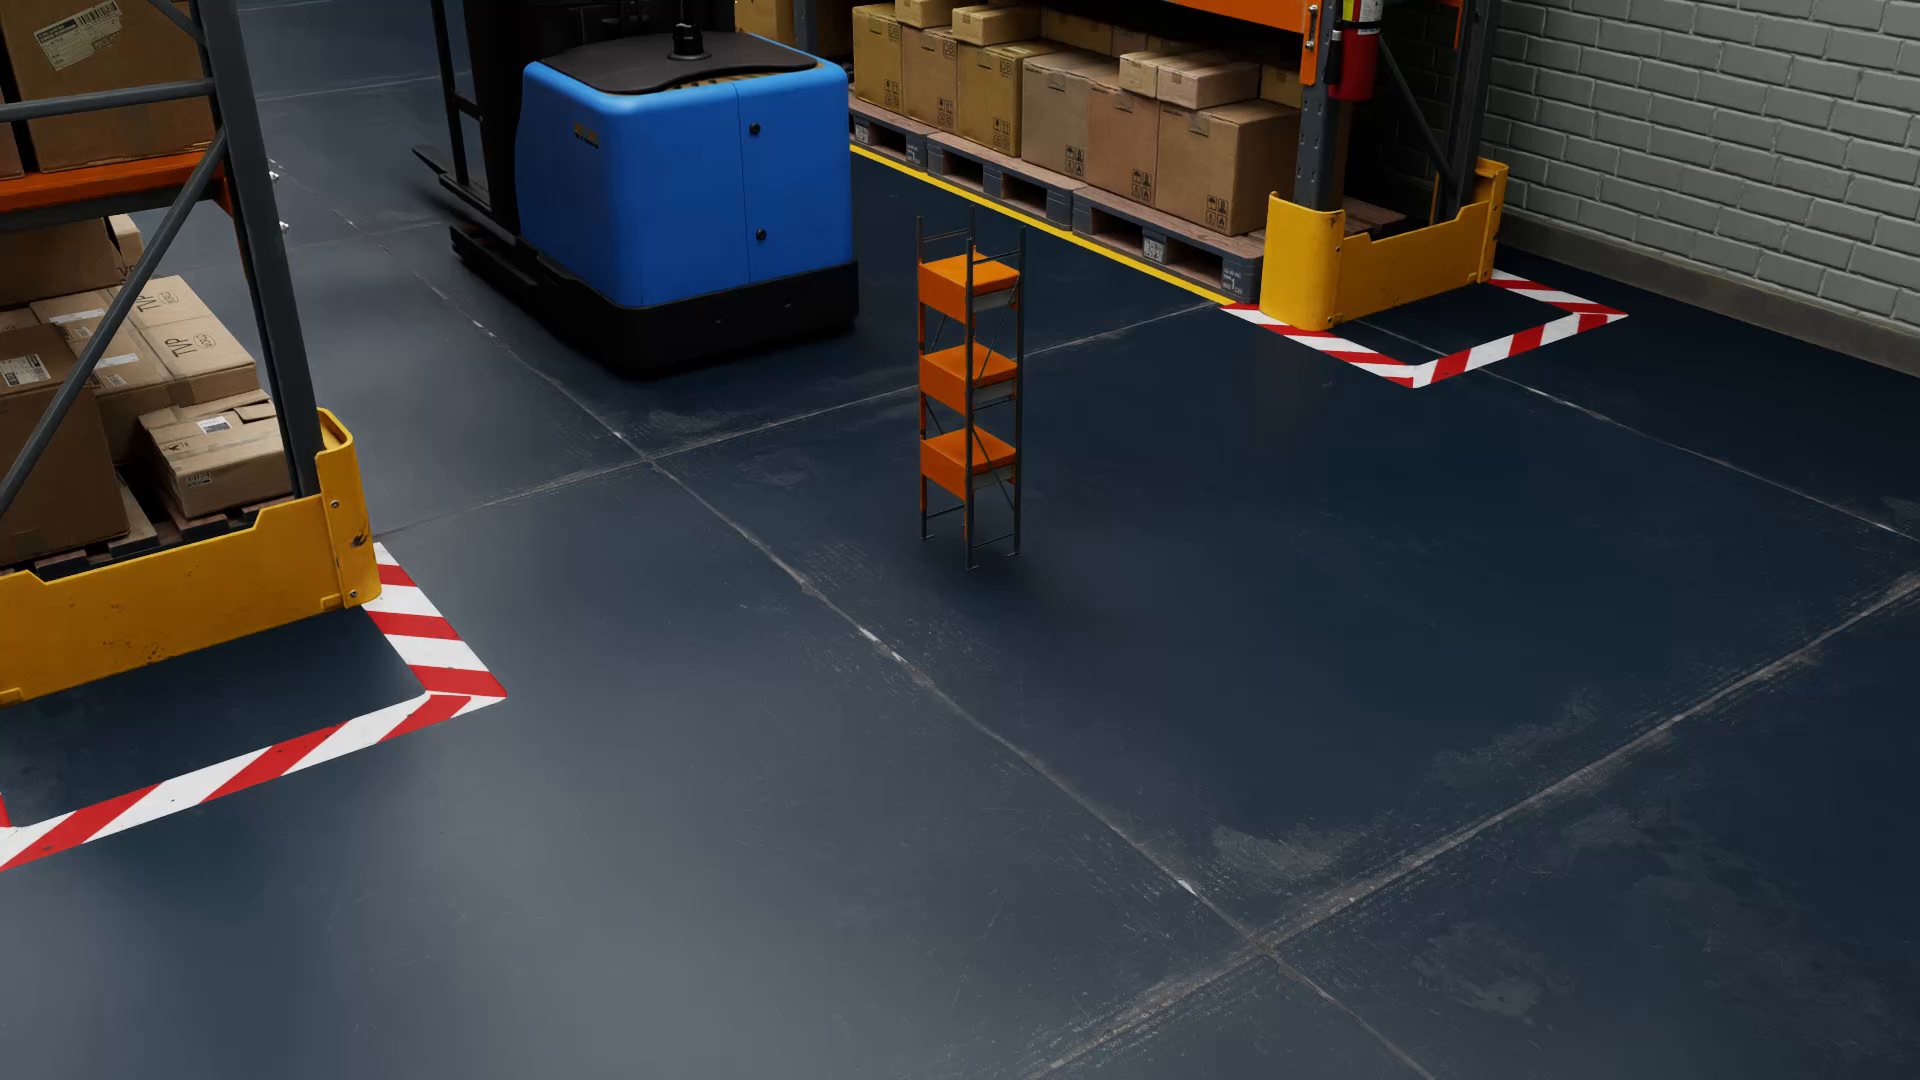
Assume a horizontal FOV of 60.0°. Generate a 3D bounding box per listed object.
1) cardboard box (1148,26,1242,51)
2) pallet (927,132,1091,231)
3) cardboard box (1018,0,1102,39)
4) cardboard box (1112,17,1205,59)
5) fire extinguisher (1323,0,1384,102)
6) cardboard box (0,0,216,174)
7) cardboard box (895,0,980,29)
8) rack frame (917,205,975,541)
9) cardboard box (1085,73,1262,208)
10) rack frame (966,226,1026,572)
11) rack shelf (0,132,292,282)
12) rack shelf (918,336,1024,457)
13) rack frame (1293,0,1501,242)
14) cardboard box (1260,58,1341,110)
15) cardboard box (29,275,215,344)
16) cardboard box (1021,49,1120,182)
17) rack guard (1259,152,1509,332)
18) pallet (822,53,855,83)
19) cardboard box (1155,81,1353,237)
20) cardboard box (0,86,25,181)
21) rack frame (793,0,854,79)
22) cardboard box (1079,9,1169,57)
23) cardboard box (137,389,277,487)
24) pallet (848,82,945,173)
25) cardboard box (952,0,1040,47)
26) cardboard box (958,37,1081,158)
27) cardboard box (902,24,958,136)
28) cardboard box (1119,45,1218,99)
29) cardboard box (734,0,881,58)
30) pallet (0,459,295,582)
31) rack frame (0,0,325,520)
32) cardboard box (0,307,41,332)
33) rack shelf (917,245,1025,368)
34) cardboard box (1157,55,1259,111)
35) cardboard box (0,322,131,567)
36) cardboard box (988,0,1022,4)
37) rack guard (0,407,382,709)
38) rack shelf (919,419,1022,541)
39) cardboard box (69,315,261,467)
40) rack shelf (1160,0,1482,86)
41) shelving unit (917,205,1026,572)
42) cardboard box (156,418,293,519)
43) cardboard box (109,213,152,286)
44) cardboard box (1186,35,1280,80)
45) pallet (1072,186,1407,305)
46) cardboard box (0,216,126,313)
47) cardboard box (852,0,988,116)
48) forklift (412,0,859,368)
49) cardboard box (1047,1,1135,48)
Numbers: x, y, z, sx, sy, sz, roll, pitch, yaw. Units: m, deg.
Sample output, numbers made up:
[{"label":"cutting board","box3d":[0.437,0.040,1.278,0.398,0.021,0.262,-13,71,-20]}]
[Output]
[{"label":"cardboard box","box3d":[1.110,-2.315,7.870,0.380,0.149,0.250,-18,34,-30]},{"label":"pallet","box3d":[0.570,-1.937,8.595,1.003,0.211,1.213,-19,34,-31]},{"label":"cardboard box","box3d":[0.516,-2.712,8.601,0.380,0.149,0.250,-18,33,-30]},{"label":"cardboard box","box3d":[0.962,-2.414,8.052,0.380,0.149,0.250,-18,33,-30]},{"label":"fire extinguisher","box3d":[1.513,-2.015,6.288,0.296,0.674,0.183,-19,34,-31]},{"label":"cardboard box","box3d":[-2.274,-1.316,4.425,0.500,0.500,0.500,-18,33,-30]},{"label":"cardboard box","box3d":[-0.118,-2.822,8.803,0.380,0.149,0.250,-18,33,-29]},{"label":"rack frame","box3d":[-0.040,-0.488,5.048,0.200,1.050,0.008,-19,34,-31]},{"label":"cardboard box","box3d":[1.024,-1.924,7.829,0.700,0.500,0.500,-19,34,-31]},{"label":"rack frame","box3d":[0.102,-0.393,4.874,0.200,1.050,0.008,-19,34,-31]},{"label":"rack shelf","box3d":[-3.392,-1.488,5.600,1.077,0.370,4.000,-19,34,-31]},{"label":"rack shelf","box3d":[0.031,-0.431,4.966,0.215,0.259,0.240,-19,34,-31]},{"label":"rack frame","box3d":[1.801,-2.399,6.524,1.000,3.000,0.127,-19,34,-31]},{"label":"cardboard box","box3d":[1.549,-2.021,7.328,0.380,0.149,0.250,-19,34,-30]},{"label":"cardboard box","box3d":[-2.896,-0.690,5.797,0.500,0.250,0.500,-19,34,-31]},{"label":"cardboard box","box3d":[0.731,-2.119,8.188,0.700,0.500,0.500,-20,34,-32]},{"label":"rack guard","box3d":[1.815,-1.291,7.104,1.175,0.500,0.348,-19,34,-31]},{"label":"pallet","box3d":[-1.028,-3.008,10.567,1.003,0.211,1.213,-19,34,-31]},{"label":"cardboard box","box3d":[1.314,-1.729,7.471,0.700,0.500,0.500,-19,34,-31]},{"label":"cardboard box","box3d":[-2.713,-1.169,4.154,0.500,0.500,0.500,-18,33,-29]},{"label":"rack frame","box3d":[-0.519,-3.954,9.387,1.000,3.000,0.127,-19,34,-31]},{"label":"cardboard box","box3d":[0.813,-2.514,8.235,0.380,0.149,0.250,-18,33,-30]},{"label":"cardboard box","box3d":[-2.339,-0.330,5.222,0.380,0.166,0.250,-19,34,-31]},{"label":"pallet","box3d":[-0.141,-2.411,9.469,1.003,0.211,1.213,-19,34,-31]},{"label":"cardboard box","box3d":[0.184,-2.619,8.430,0.380,0.149,0.250,-20,34,-32]},{"label":"cardboard box","box3d":[0.416,-2.325,8.566,0.700,0.500,0.500,-18,33,-30]},{"label":"cardboard box","box3d":[0.120,-2.525,8.935,0.700,0.500,0.500,-19,34,-31]},{"label":"cardboard box","box3d":[0.942,-2.113,7.497,0.380,0.149,0.250,-18,33,-29]},{"label":"cardboard box","box3d":[-1.002,-3.411,10.199,0.750,0.750,0.750,-18,33,-30]},{"label":"pallet","box3d":[-2.739,-0.140,5.287,1.003,0.211,1.213,-19,34,-31]},{"label":"rack frame","box3d":[-2.232,-1.026,3.996,1.000,3.000,0.127,-19,34,-31]},{"label":"cardboard box","box3d":[-3.274,-0.532,5.507,0.500,0.250,0.500,-19,34,-31]},{"label":"rack shelf","box3d":[0.031,-0.681,4.831,0.215,0.259,0.240,-19,34,-31]},{"label":"cardboard box","box3d":[1.091,-2.014,7.315,0.380,0.149,0.250,-19,34,-31]},{"label":"cardboard box","box3d":[-2.748,-0.264,4.752,0.500,0.500,0.500,-19,34,-31]},{"label":"cardboard box","box3d":[0.370,-2.811,8.782,0.380,0.149,0.250,-20,34,-32]},{"label":"rack guard","box3d":[-2.276,0.043,4.647,1.175,0.500,0.348,-19,34,-31]},{"label":"rack shelf","box3d":[0.031,-0.187,5.099,0.215,0.259,0.240,-19,34,-31]},{"label":"cardboard box","box3d":[-2.606,-0.495,5.439,0.500,0.250,0.500,-19,34,-31]},{"label":"rack shelf","box3d":[0.641,-2.860,8.128,1.077,0.370,4.000,-19,34,-31]},{"label":"shelving unit","box3d":[0.031,-0.441,4.961,0.215,1.050,0.252,-19,34,-31]},{"label":"cardboard box","box3d":[-2.194,-0.225,5.047,0.380,0.149,0.250,-19,34,-31]},{"label":"cardboard box","box3d":[-3.555,-1.158,6.596,0.500,0.311,0.500,-19,34,-31]},{"label":"cardboard box","box3d":[1.255,-2.218,7.690,0.380,0.149,0.250,-19,34,-31]},{"label":"pallet","box3d":[1.274,-1.463,7.722,1.003,0.211,1.213,-19,34,-31]},{"label":"cardboard box","box3d":[-3.458,-0.949,6.008,0.797,0.503,0.637,-19,34,-31]},{"label":"cardboard box","box3d":[-0.168,-2.721,9.296,0.700,0.500,0.500,-18,33,-30]},{"label":"forklift","box3d":[-1.660,-2.592,6.952,1.130,2.935,3.031,-18,33,-30]},{"label":"cardboard box","box3d":[0.666,-2.612,8.416,0.380,0.149,0.250,-19,34,-31]}]
